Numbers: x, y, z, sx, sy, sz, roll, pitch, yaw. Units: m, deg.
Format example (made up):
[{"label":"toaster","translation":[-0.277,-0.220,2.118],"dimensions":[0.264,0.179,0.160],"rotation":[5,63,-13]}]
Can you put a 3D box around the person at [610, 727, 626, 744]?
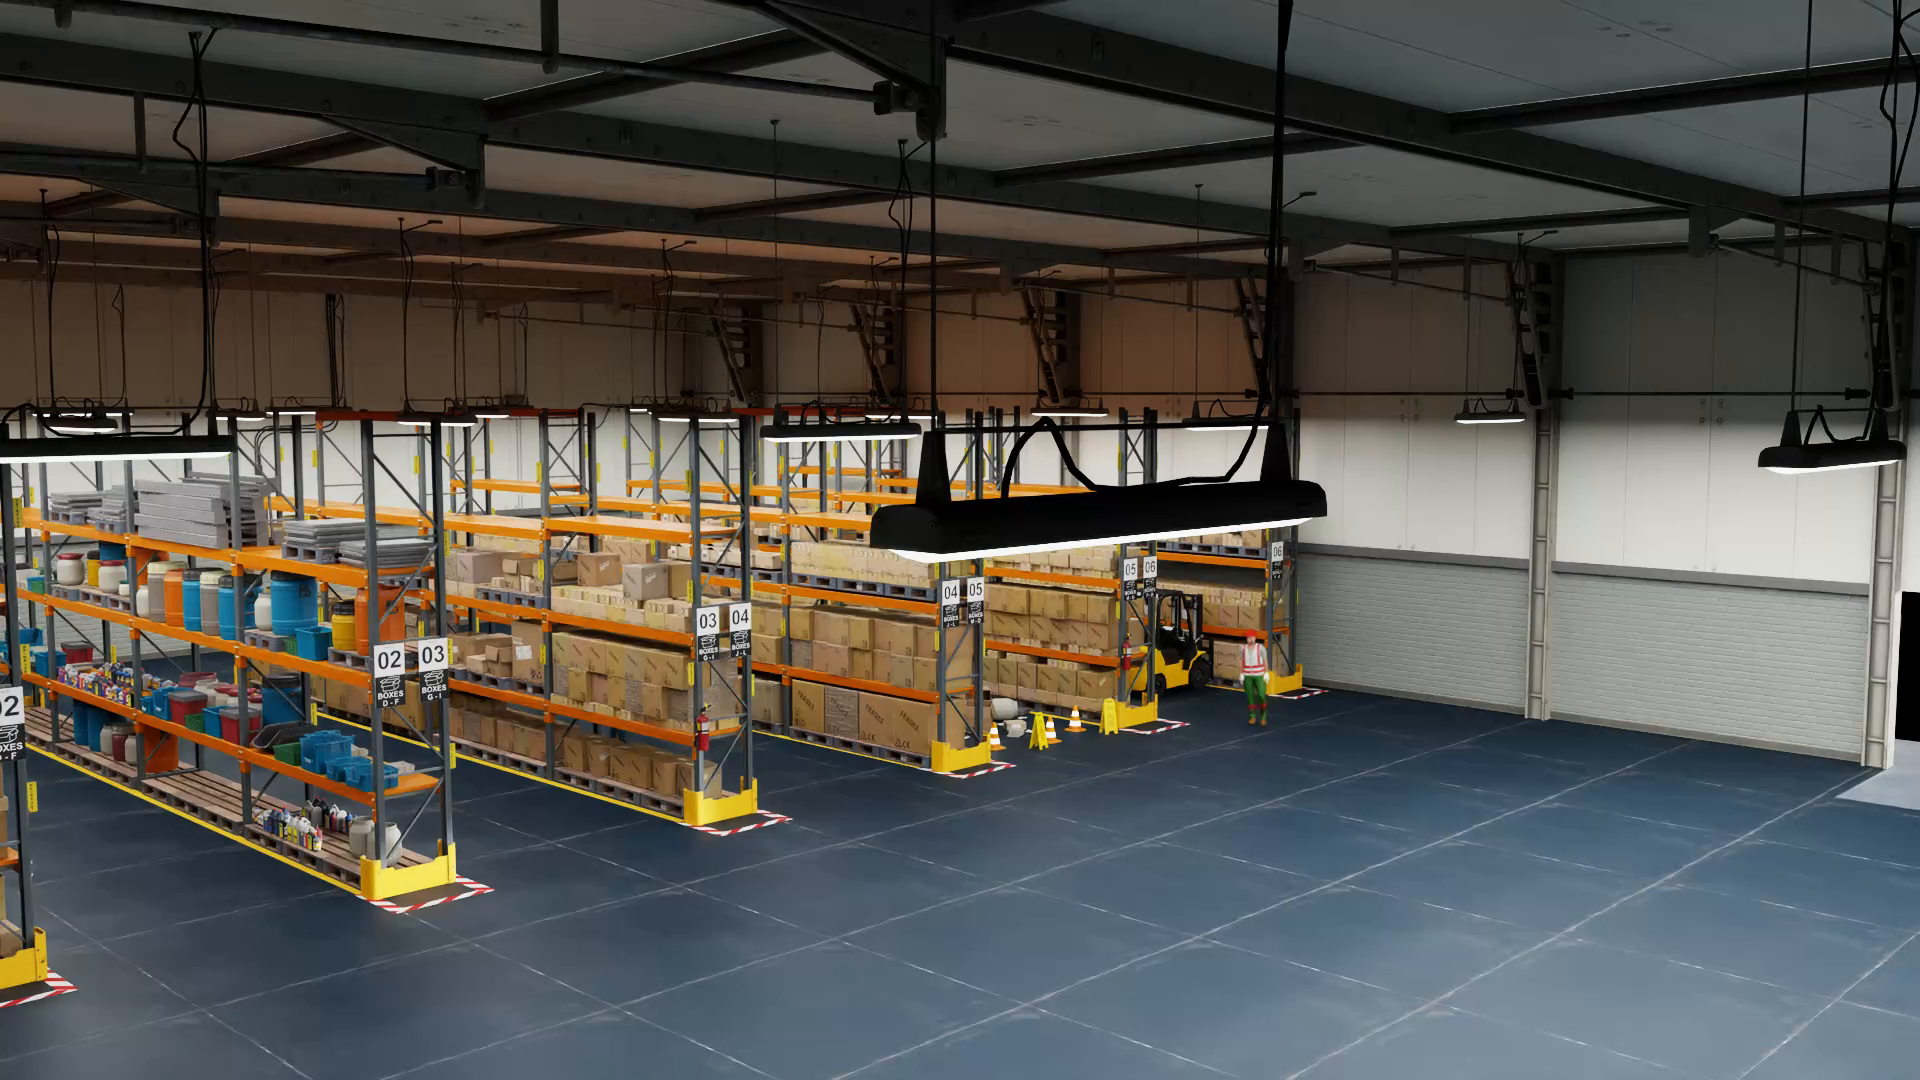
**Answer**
[{"label":"person","translation":[-5.987,2.947,29.262],"dimensions":[0.462,1.616,0.319],"rotation":[2,6,25]}]

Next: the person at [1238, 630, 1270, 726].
[{"label":"person","translation":[5.612,2.626,31.837],"dimensions":[0.605,1.822,0.381],"rotation":[2,5,23]}]
